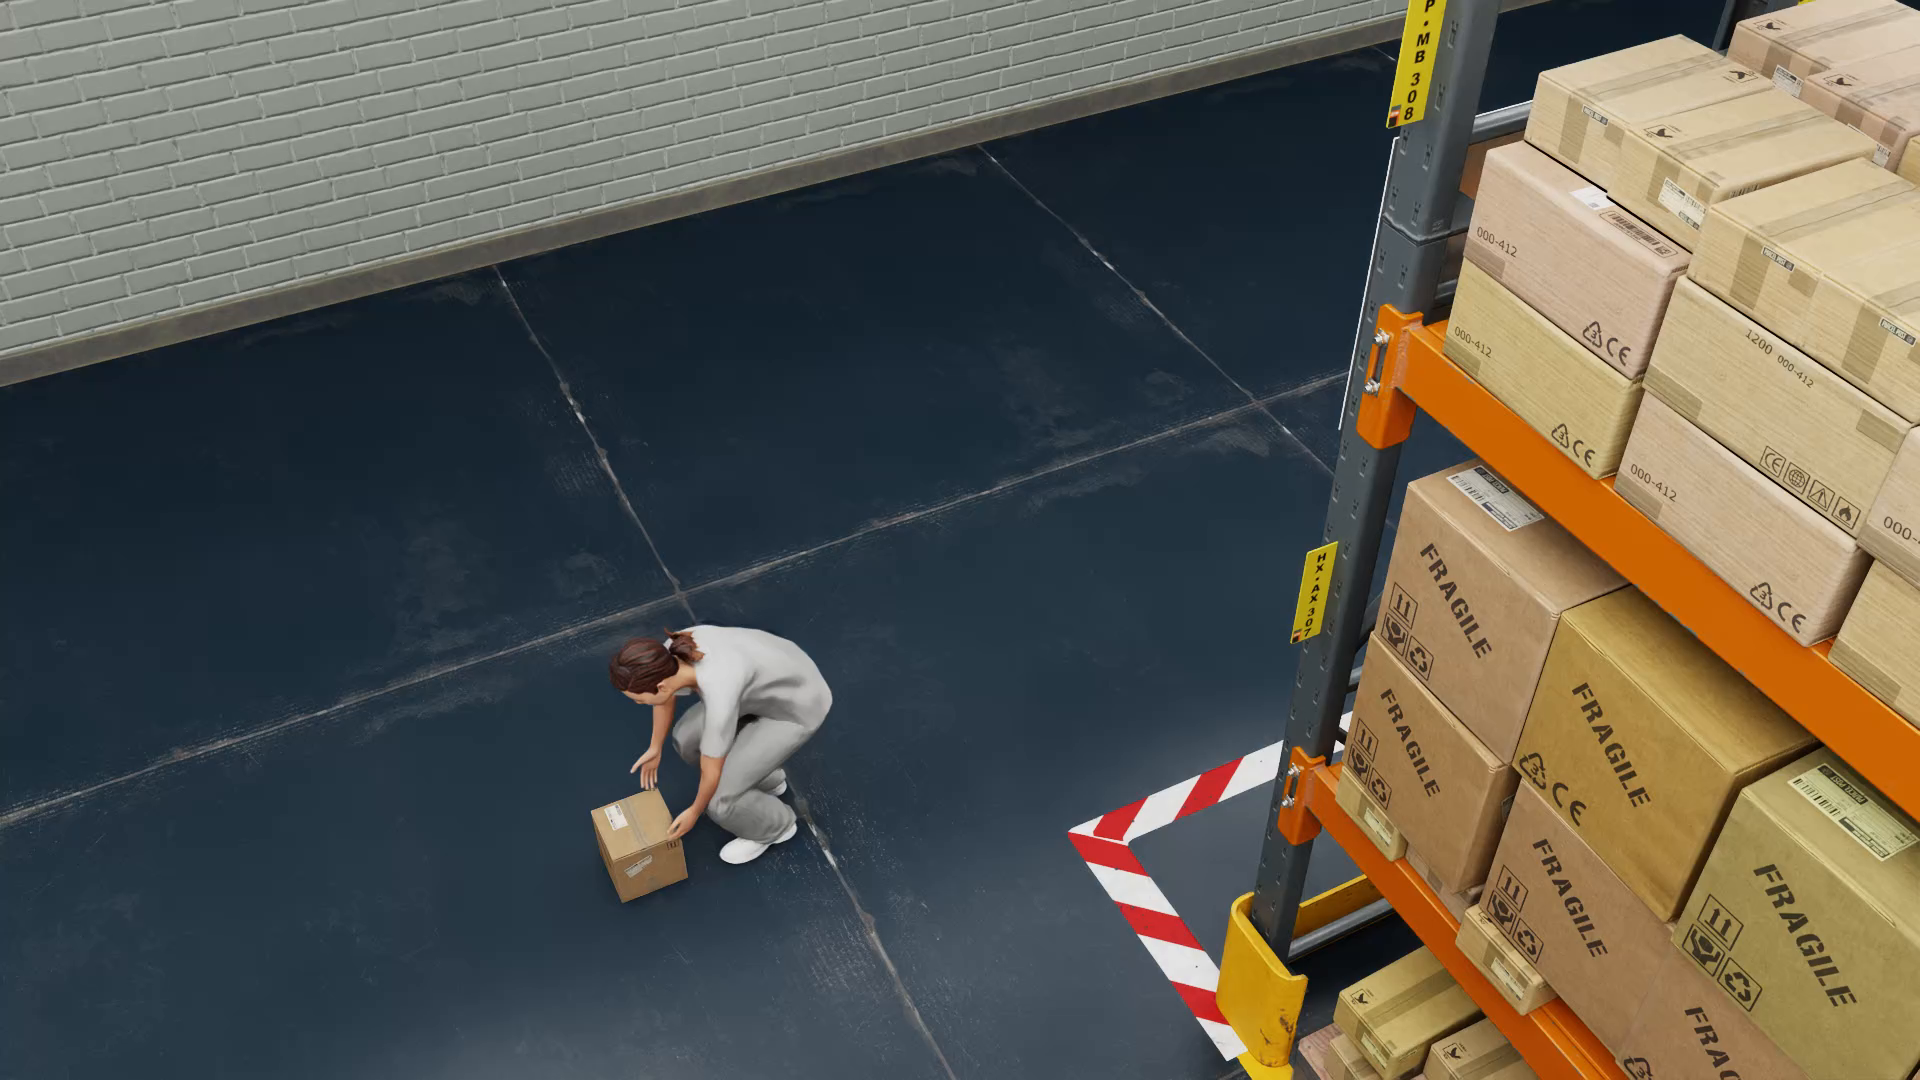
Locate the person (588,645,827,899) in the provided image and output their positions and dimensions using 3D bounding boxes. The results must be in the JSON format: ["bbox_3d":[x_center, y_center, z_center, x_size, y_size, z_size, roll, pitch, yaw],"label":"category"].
[{"bbox_3d":[-0.886,0.814,5.934,0.865,0.797,0.459,-20,45,-22],"label":"person"}]
